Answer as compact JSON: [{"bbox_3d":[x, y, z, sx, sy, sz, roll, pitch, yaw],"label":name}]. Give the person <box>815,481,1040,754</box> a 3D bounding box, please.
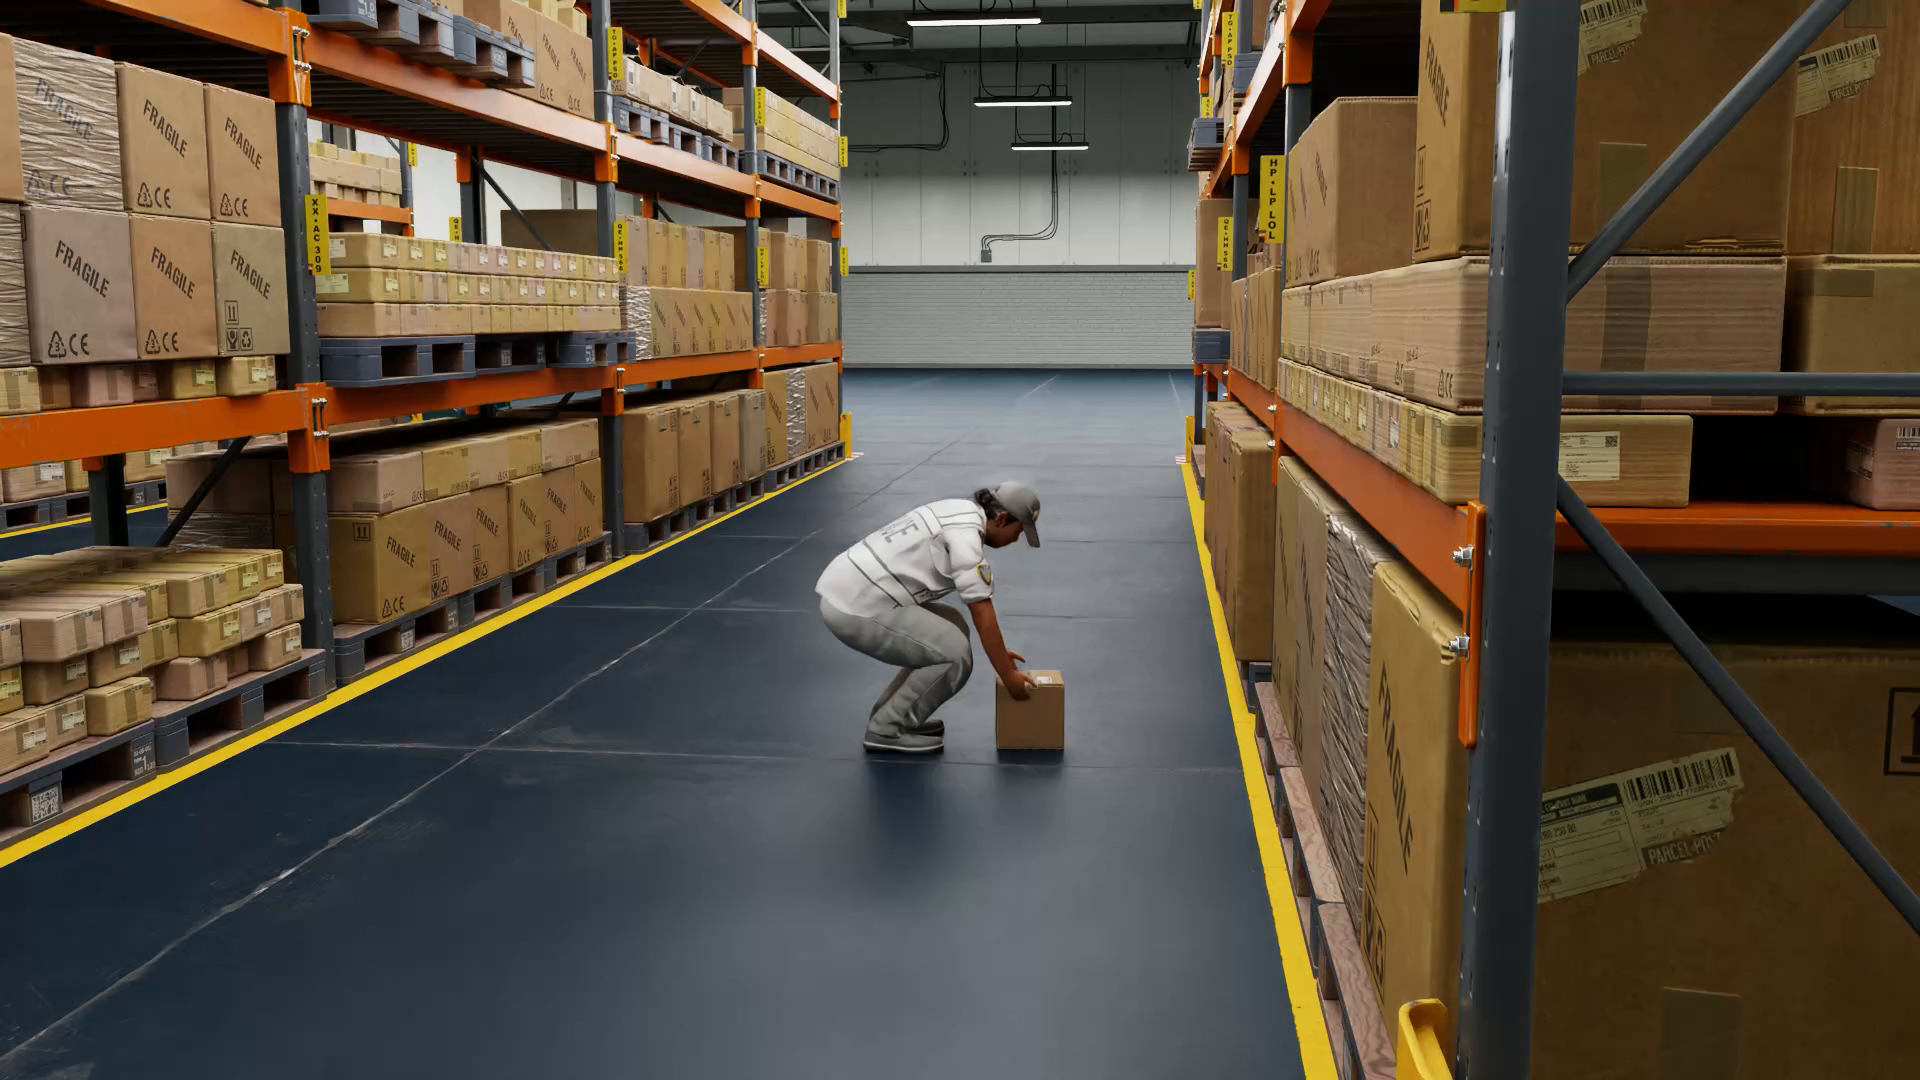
[{"bbox_3d":[-0.117,0.276,6.284,0.846,0.992,0.526,0,8,-1],"label":"person"}]
